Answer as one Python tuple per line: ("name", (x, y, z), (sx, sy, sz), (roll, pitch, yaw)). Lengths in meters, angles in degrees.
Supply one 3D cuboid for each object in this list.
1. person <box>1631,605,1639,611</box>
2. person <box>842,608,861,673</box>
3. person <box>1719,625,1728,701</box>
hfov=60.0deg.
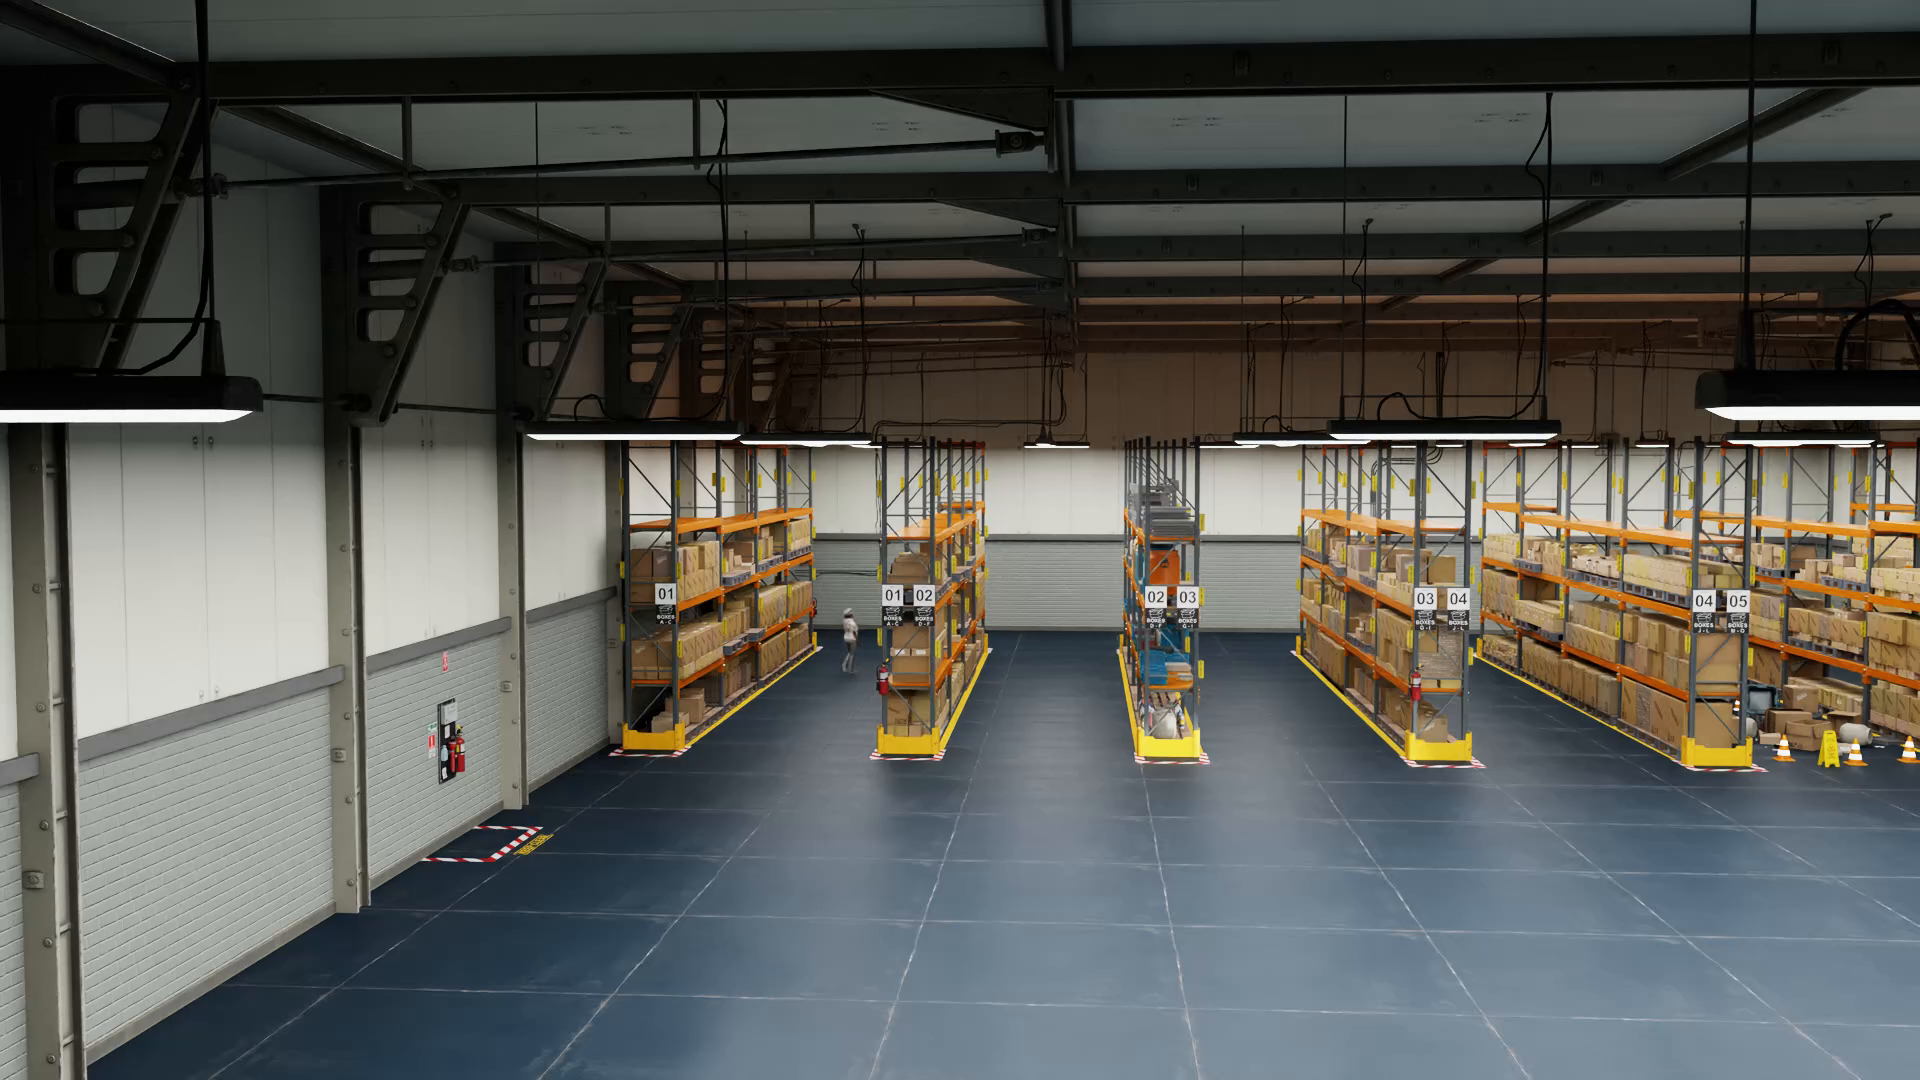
("person", (17.671, 2.554, 43.628), (0.516, 1.700, 0.670), (-1, 3, -20))
("person", (-2.786, 2.582, 42.691), (0.456, 1.695, 0.449), (-3, 4, -43))
("person", (17.266, 2.827, 37.684), (0.606, 1.811, 0.686), (0, 3, -6))
